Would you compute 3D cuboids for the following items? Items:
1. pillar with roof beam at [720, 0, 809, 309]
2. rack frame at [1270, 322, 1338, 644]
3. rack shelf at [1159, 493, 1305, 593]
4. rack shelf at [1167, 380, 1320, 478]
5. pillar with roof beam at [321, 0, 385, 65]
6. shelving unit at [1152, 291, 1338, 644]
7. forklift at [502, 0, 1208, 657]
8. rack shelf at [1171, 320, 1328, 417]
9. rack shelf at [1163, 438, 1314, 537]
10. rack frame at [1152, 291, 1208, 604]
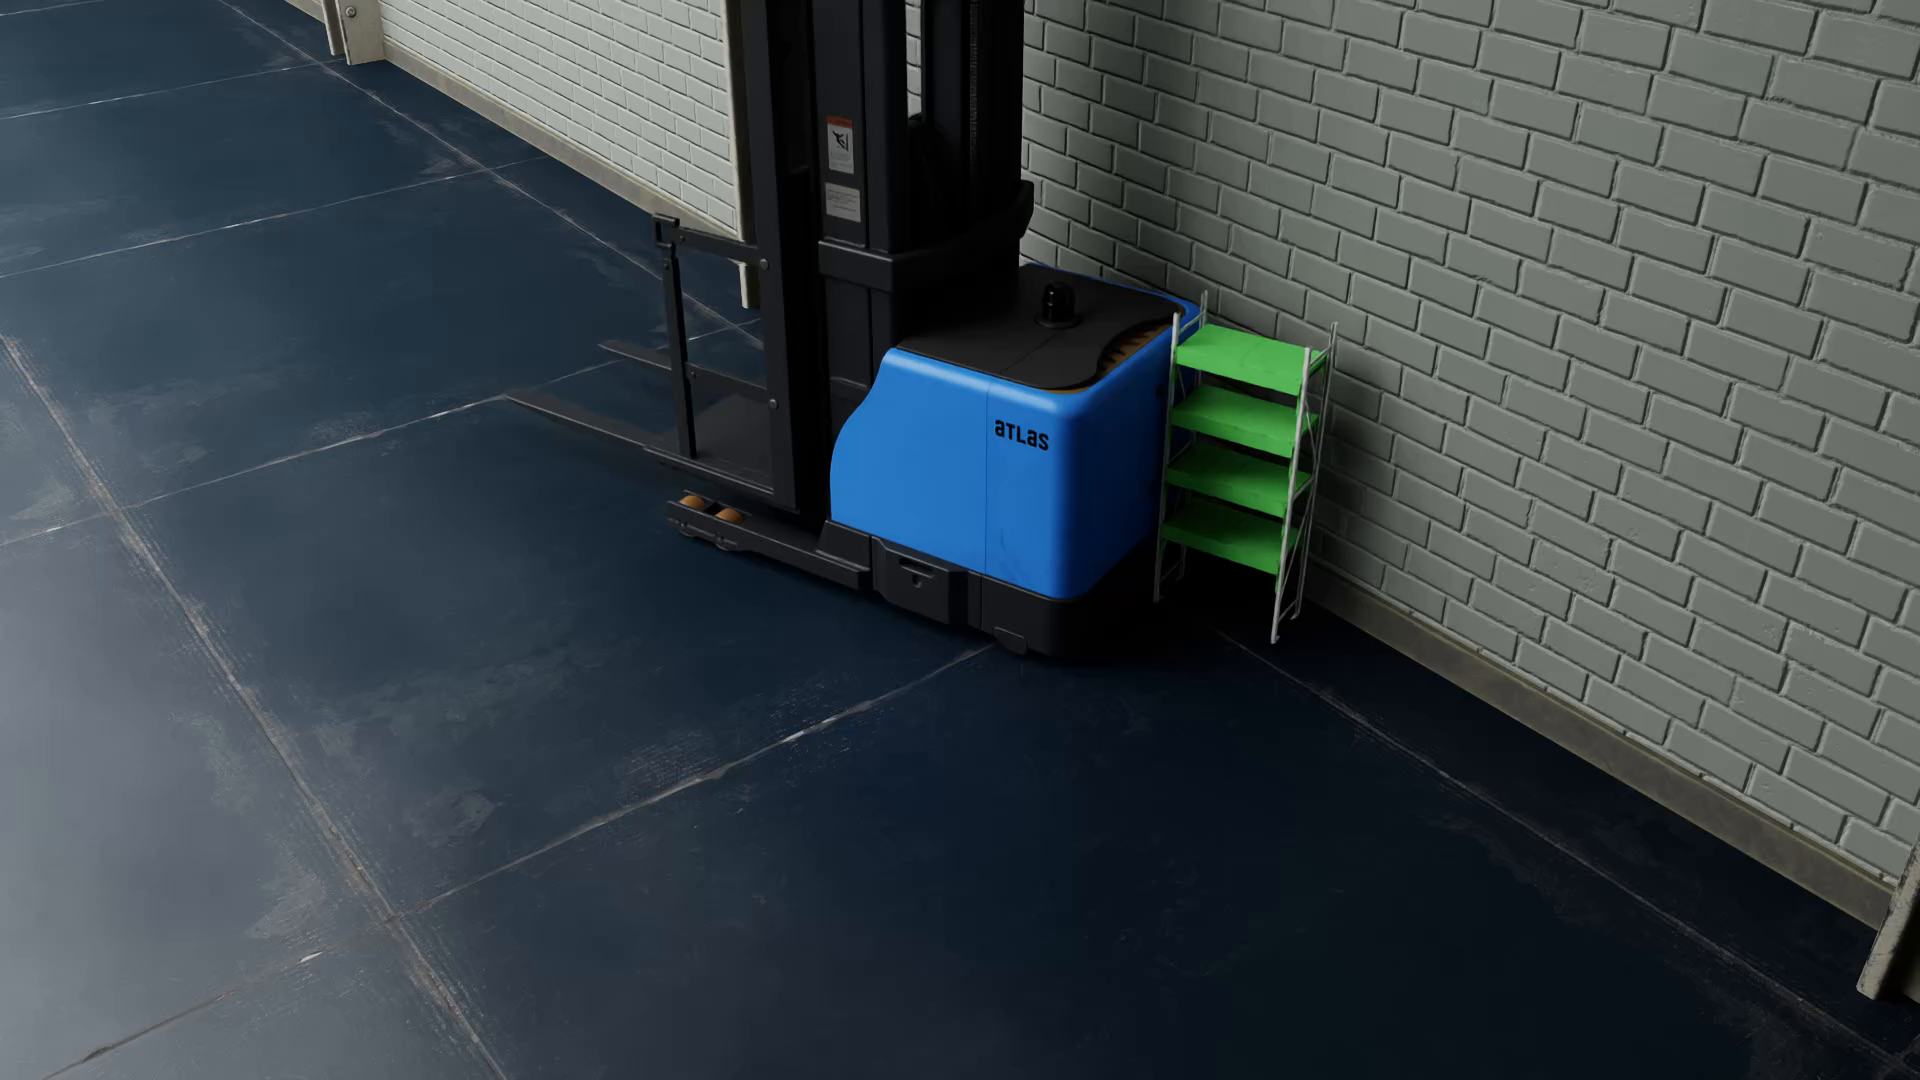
[{"bbox_3d":[-4.304,-3.628,4.062,9.100,9.000,0.400,-22,38,-31],"label":"pillar with roof beam"},{"bbox_3d":[1.217,-0.180,5.902,0.015,1.200,0.240,19,37,28],"label":"rack frame"},{"bbox_3d":[1.013,0.008,6.176,0.480,0.148,0.258,19,37,28],"label":"rack shelf"},{"bbox_3d":[1.013,-0.400,5.923,0.480,0.148,0.258,19,37,28],"label":"rack shelf"},{"bbox_3d":[-7.983,-6.129,8.088,9.100,9.000,0.400,-22,38,-31],"label":"pillar with roof beam"},{"bbox_3d":[1.013,-0.250,6.016,0.503,1.200,0.258,19,37,28],"label":"shelving unit"},{"bbox_3d":[-0.584,-1.413,6.248,3.031,2.935,1.130,19,37,28],"label":"forklift"},{"bbox_3d":[1.013,-0.604,5.796,0.480,0.148,0.258,19,37,28],"label":"rack shelf"},{"bbox_3d":[1.013,-0.196,6.049,0.480,0.148,0.258,19,37,28],"label":"rack shelf"},{"bbox_3d":[0.809,-0.321,6.129,0.015,1.200,0.240,19,37,28],"label":"rack frame"}]
